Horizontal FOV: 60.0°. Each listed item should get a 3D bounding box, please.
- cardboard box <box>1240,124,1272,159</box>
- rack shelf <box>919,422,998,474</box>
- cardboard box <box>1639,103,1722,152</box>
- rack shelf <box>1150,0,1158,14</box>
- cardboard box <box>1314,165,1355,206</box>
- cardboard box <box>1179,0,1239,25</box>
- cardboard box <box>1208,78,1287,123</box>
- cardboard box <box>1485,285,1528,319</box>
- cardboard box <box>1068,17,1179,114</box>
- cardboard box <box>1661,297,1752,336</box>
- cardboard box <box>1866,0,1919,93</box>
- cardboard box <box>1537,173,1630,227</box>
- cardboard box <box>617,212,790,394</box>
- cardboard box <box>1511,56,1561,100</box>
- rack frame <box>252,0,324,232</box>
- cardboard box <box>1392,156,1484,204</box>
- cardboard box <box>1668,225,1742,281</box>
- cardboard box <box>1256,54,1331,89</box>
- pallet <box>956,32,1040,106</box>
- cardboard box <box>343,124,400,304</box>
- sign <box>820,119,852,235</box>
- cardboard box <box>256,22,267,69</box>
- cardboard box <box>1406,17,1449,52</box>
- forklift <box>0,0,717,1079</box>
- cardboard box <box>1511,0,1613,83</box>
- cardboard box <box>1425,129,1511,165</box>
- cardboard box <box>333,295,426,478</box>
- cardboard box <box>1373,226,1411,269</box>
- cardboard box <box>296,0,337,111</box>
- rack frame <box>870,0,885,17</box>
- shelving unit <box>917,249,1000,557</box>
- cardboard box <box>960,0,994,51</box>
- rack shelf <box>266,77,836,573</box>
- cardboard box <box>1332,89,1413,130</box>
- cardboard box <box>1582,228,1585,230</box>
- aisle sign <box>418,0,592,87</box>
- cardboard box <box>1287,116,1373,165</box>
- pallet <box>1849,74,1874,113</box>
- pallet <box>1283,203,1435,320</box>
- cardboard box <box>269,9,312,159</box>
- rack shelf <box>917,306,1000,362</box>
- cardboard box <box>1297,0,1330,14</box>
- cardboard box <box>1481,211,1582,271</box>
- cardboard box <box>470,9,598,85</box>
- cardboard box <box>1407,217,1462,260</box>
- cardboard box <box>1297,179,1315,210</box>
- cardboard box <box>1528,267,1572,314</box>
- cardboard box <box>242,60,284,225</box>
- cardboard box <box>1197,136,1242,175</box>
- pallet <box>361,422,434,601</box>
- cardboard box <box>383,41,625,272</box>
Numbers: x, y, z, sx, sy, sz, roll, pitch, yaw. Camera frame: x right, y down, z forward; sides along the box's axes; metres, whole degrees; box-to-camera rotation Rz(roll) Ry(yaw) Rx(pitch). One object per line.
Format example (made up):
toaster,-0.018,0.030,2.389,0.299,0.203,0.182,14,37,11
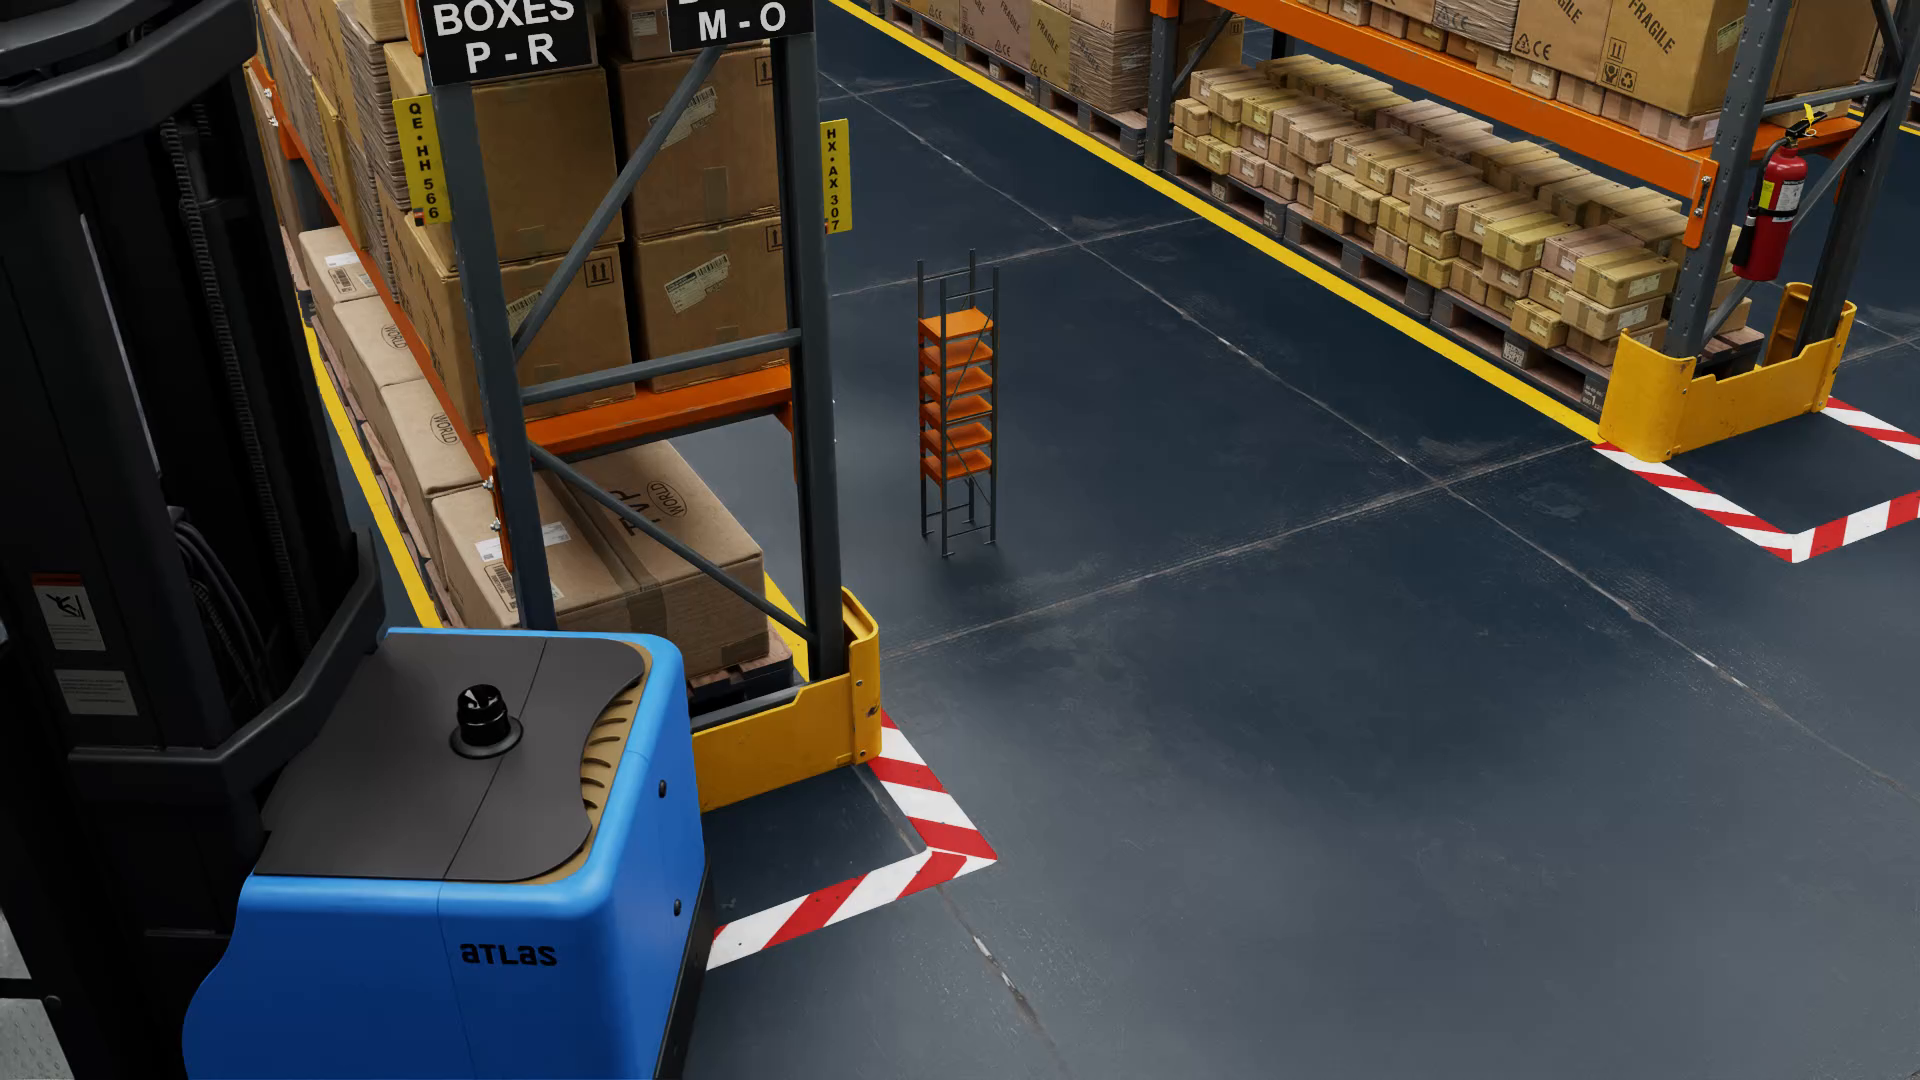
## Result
cardboard box,1.846,-2.331,9.585,0.380,0.149,0.250,-16,36,-23
rack shelf,-0.007,-0.374,6.526,0.258,0.103,0.180,-16,36,-23
cardboard box,3.080,-1.758,6.946,0.380,0.149,0.250,-16,36,-23
rack shelf,0.685,-4.340,11.410,1.077,0.370,4.000,-16,36,-23
cardboard box,2.139,-1.928,8.956,0.380,0.149,0.250,-16,36,-23
cardboard box,1.507,-3.547,10.739,0.500,0.250,0.500,-18,37,-25
cardboard box,1.671,-2.552,9.655,0.380,0.149,0.250,-14,35,-21
cardboard box,2.796,-1.199,8.095,0.380,0.149,0.250,-16,36,-23
cardboard box,1.049,-3.102,10.740,0.500,0.500,0.500,-17,36,-24
cardboard box,3.521,-1.086,7.918,0.380,0.149,0.250,-15,36,-22
cardboard box,6.709,-3.405,10.865,0.875,0.875,0.875,-16,36,-23
cardboard box,3.111,-1.693,8.314,0.380,0.149,0.250,-18,37,-25
cardboard box,-0.819,-0.829,5.171,0.500,0.500,0.500,-16,36,-23
cardboard box,2.728,-2.118,7.508,0.380,0.149,0.250,-15,36,-22
rack frame,-2.715,-2.395,7.707,1.000,3.000,0.127,-16,36,-23
cardboard box,2.448,-1.828,8.525,0.380,0.149,0.250,-17,36,-25
cardboard box,3.539,-1.342,7.765,0.380,0.149,0.250,-18,37,-25
cardboard box,2.014,-2.811,10.059,0.380,0.149,0.250,-15,36,-22
pallet,0.680,-3.468,11.968,1.003,0.211,1.213,-16,36,-23
cardboard box,-1.778,-1.178,5.715,0.500,0.500,0.500,-15,36,-22
sign,-0.356,-1.021,4.686,0.100,0.325,0.005,-16,36,-23
cardboard box,-3.147,-2.482,7.983,0.500,0.250,0.500,-17,36,-24
cardboard box,2.419,-2.517,8.132,0.380,0.149,0.250,-15,36,-22
forklift,-2.245,0.139,3.816,3.031,2.935,1.130,1,33,2
cardboard box,2.810,-2.343,7.259,0.500,0.500,0.500,-16,36,-24
cardboard box,2.706,-2.061,8.888,0.380,0.149,0.250,-16,36,-23
cardboard box,-2.099,-0.739,7.109,0.875,0.438,0.875,-17,36,-24
cardboard box,2.385,-1.555,8.651,0.380,0.149,0.250,-15,36,-22
cardboard box,-2.015,-1.839,5.820,0.500,0.500,0.500,-16,36,-23
rack frame,-0.248,-5.597,12.706,1.000,3.000,0.127,-16,36,-23
shelving unit,-0.007,-0.512,6.437,0.258,1.200,0.189,-16,36,-23
cardboard box,0.337,-3.837,11.886,0.500,0.500,0.500,-17,36,-24
rack shelf,-1.782,-1.138,6.412,1.077,0.370,4.000,-16,36,-23
cardboard box,2.342,-2.438,9.477,0.380,0.149,0.250,-15,35,-22
cardboard box,3.195,-1.435,8.187,0.380,0.149,0.250,-15,36,-23
aisle sign,-1.090,-1.468,3.851,0.394,0.787,0.004,-16,36,-23
cardboard box,2.020,-2.183,9.079,0.380,0.149,0.250,-15,36,-22
pallet,6.338,-3.331,11.753,1.003,0.211,1.213,-16,36,-23
pallet,2.535,-1.619,9.082,1.003,0.211,1.213,-16,36,-23
cardboard box,-2.496,-1.906,6.852,0.500,0.500,0.500,-16,36,-23
rack shelf,-0.007,-0.778,6.267,0.258,0.103,0.180,-16,36,-23
cardboard box,1.998,-2.878,8.695,0.380,0.149,0.250,-15,36,-22
cardboard box,2.712,-1.421,7.889,0.380,0.149,0.250,-17,36,-24
cardboard box,-1.194,-1.343,4.445,0.380,0.149,0.250,-15,36,-22
cardboard box,2.487,-1.552,8.370,0.380,0.149,0.250,-15,36,-22
cardboard box,2.108,-1.949,9.265,0.380,0.149,0.250,-17,37,-25
cardboard box,2.910,-1.199,7.819,0.380,0.149,0.250,-17,36,-24
cardboard box,-3.502,-2.382,9.268,0.875,0.875,0.875,-15,36,-22
cardboard box,1.627,-2.283,9.786,0.380,0.149,0.250,-15,35,-22
pallet,-1.856,-0.255,6.953,1.003,0.211,1.213,-16,36,-23
cardboard box,-1.285,-1.119,4.697,0.500,0.500,0.500,-15,35,-22
